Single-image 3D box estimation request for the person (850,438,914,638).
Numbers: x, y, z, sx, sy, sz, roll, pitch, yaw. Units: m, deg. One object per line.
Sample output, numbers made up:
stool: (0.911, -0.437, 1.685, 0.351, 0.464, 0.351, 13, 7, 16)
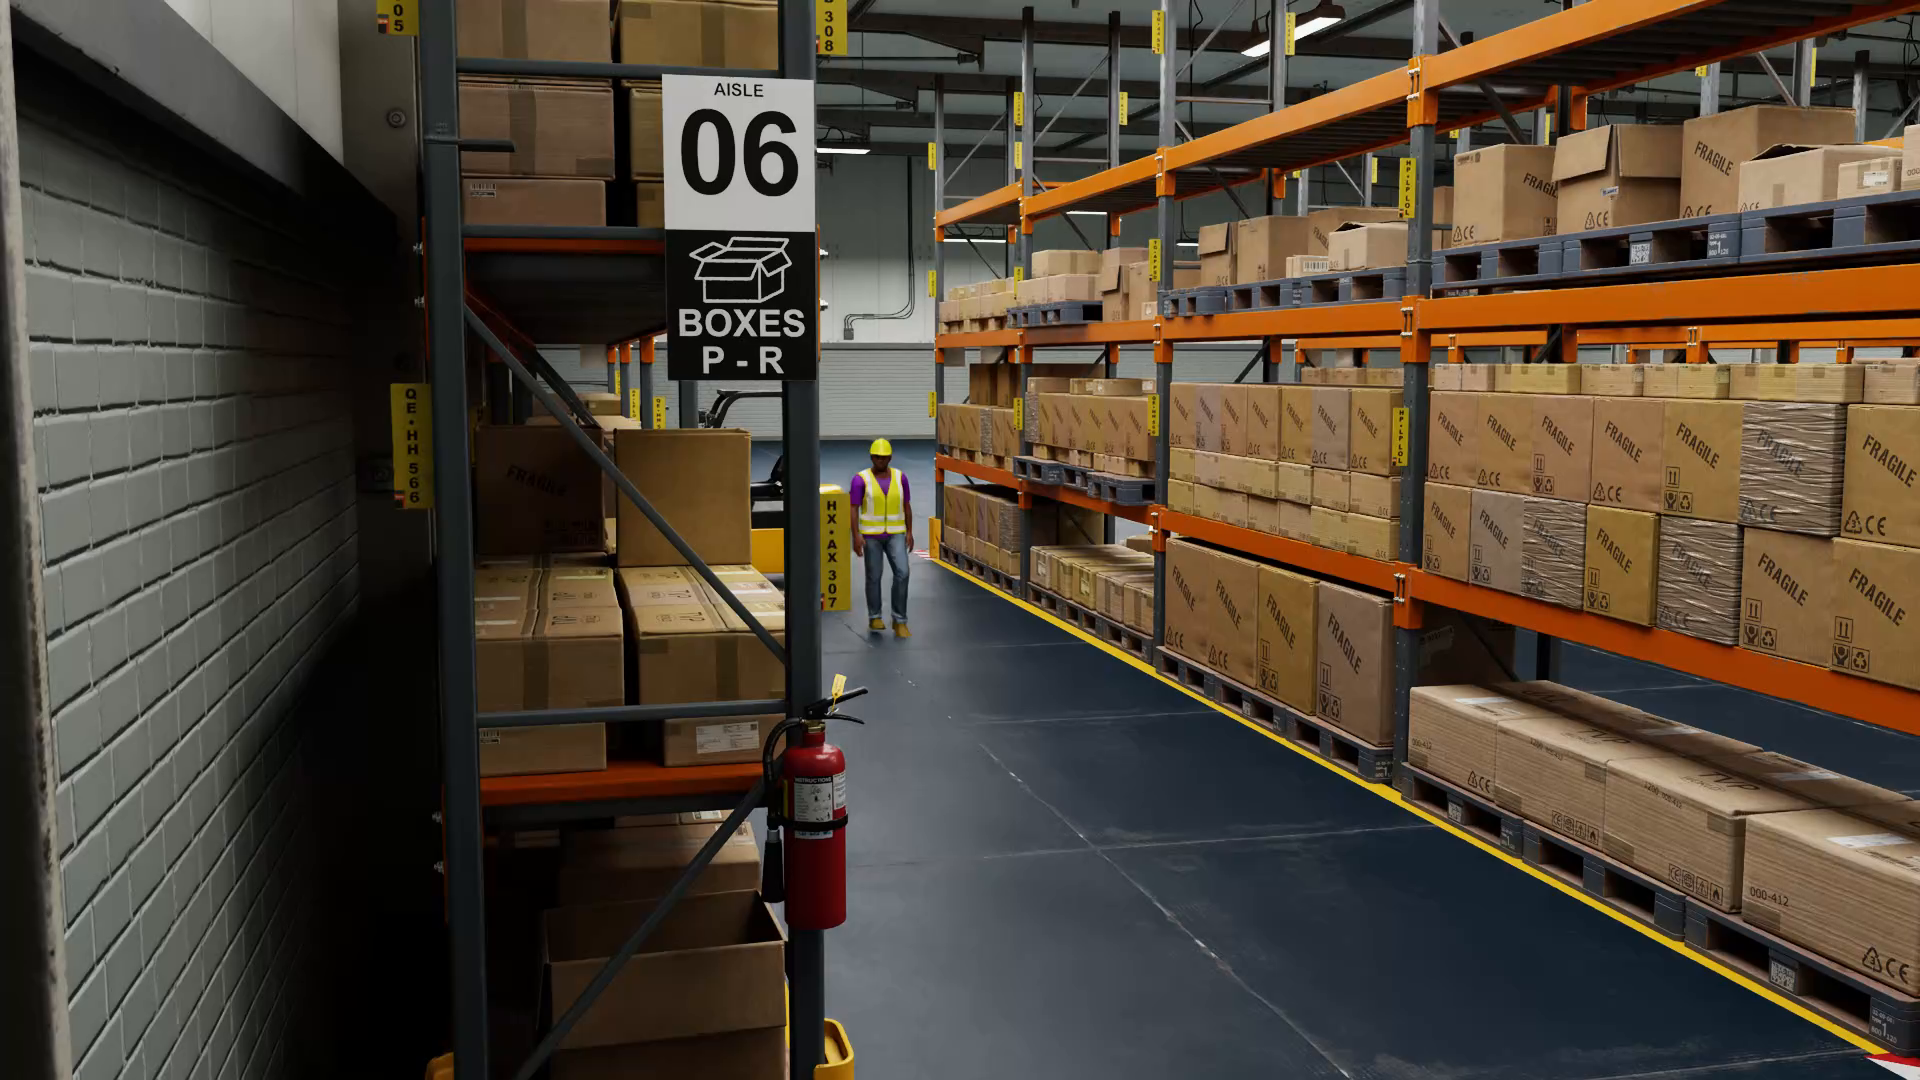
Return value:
person: (-0.693, -0.002, 15.033, 0.620, 1.835, 0.596, -1, 6, -14)
